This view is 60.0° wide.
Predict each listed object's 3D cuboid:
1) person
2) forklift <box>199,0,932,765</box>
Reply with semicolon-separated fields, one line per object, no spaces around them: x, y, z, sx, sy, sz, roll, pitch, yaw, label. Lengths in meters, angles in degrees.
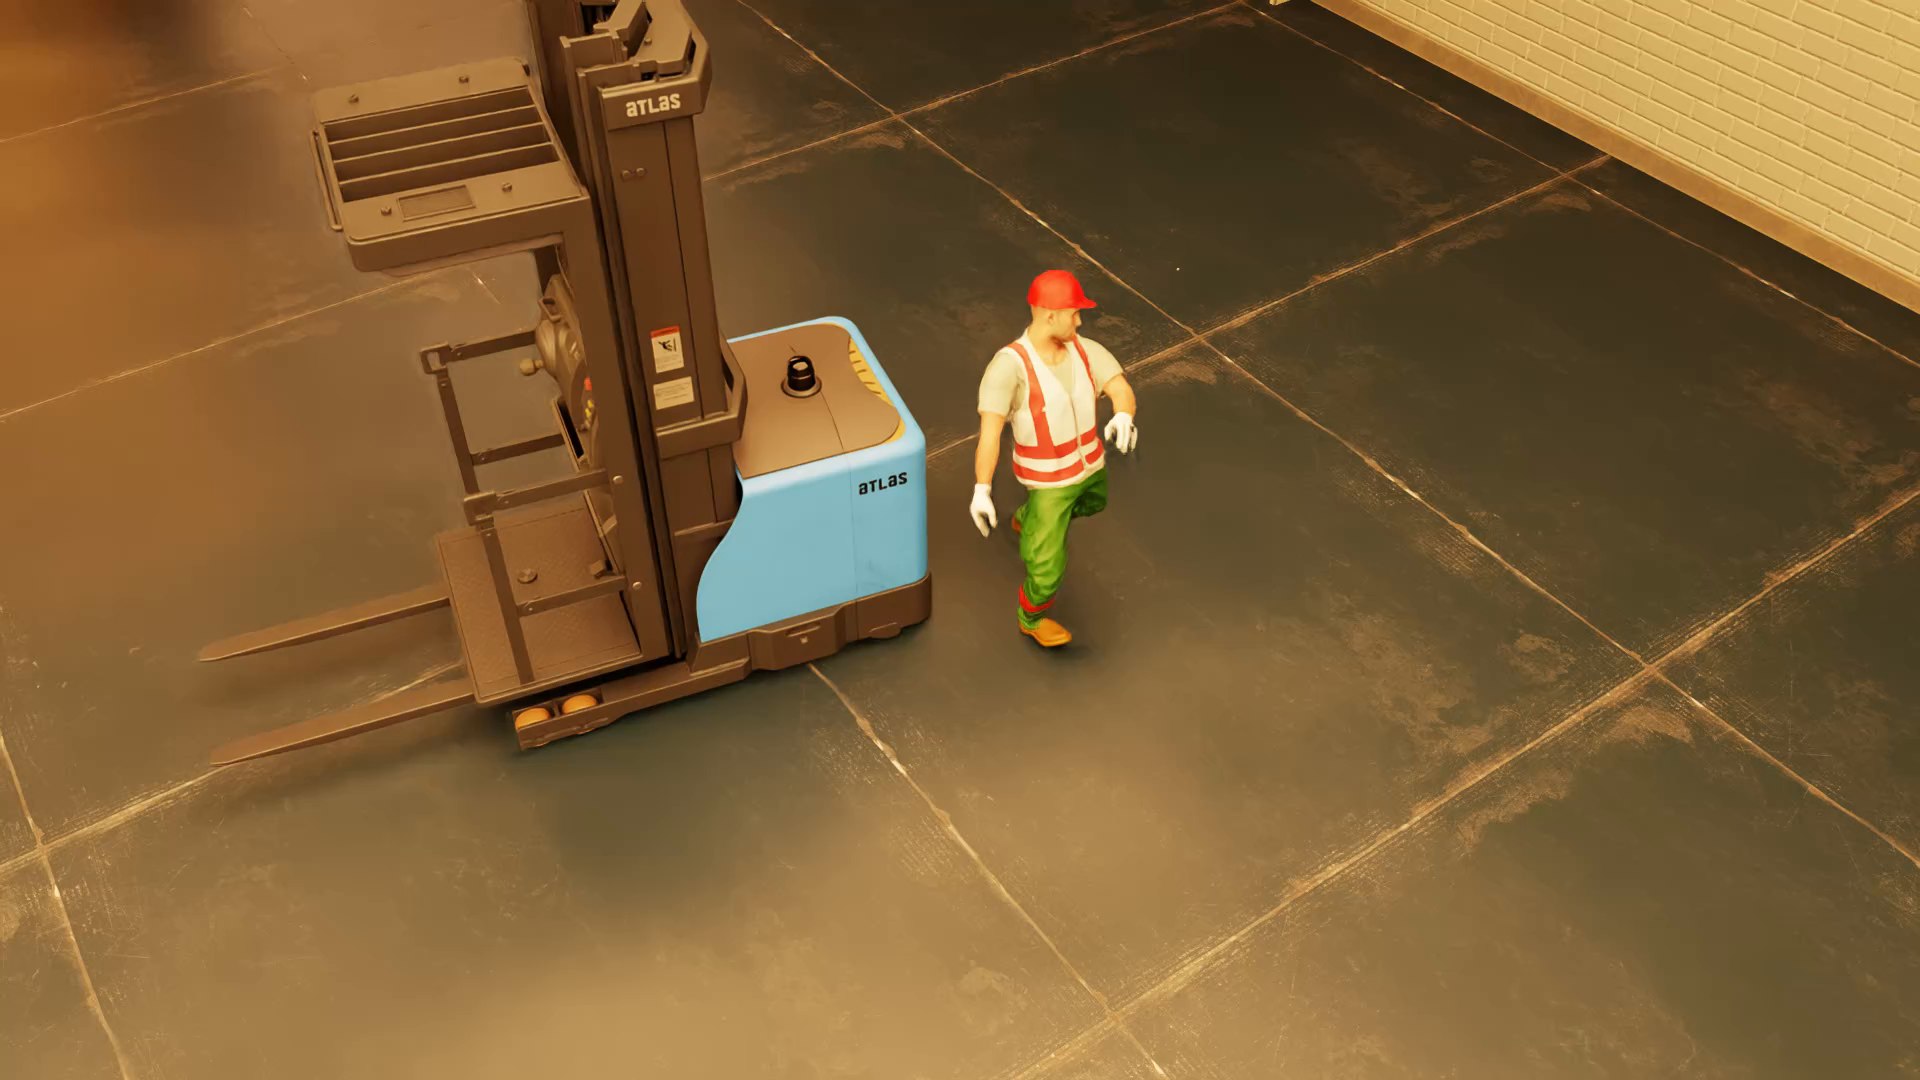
0.360;-0.261;6.960;0.863;1.614;0.861;31;51;29;person
-1.694;-0.623;6.391;3.031;2.935;1.130;-16;45;-16;forklift
